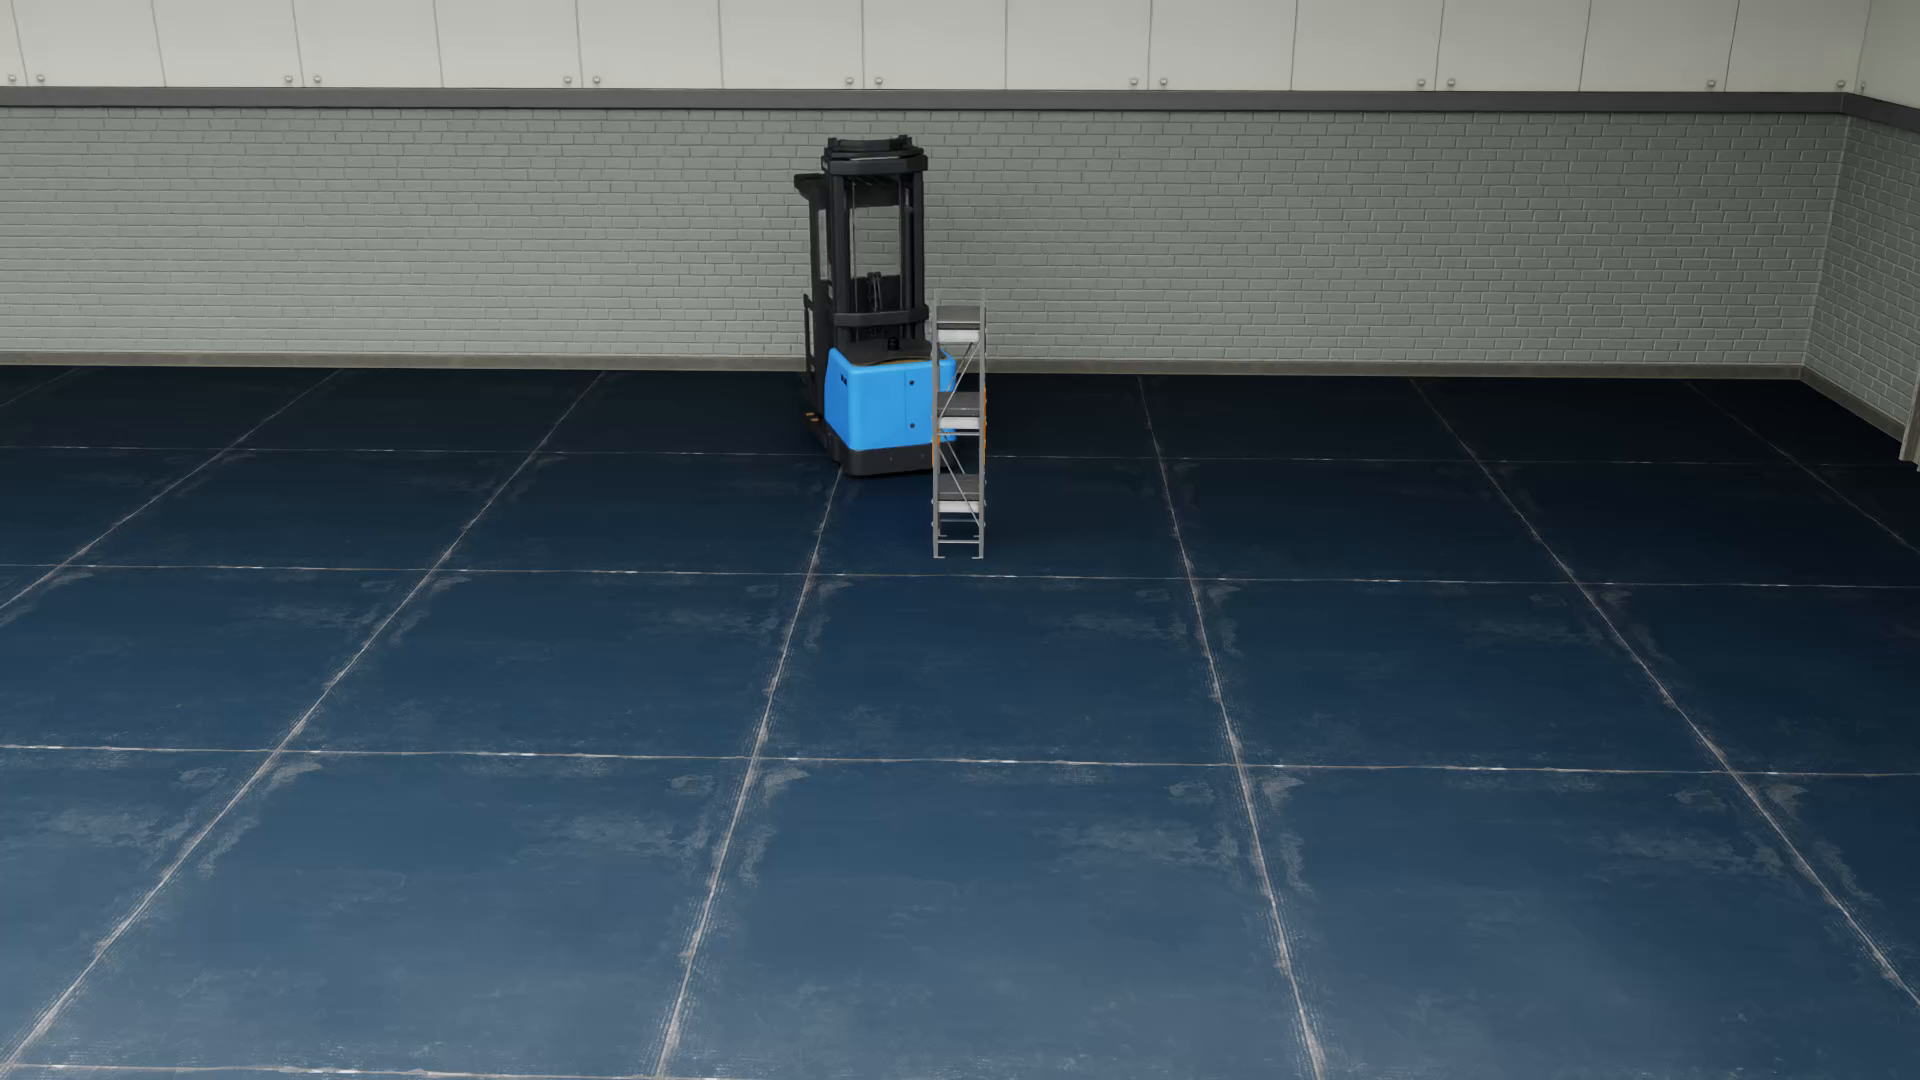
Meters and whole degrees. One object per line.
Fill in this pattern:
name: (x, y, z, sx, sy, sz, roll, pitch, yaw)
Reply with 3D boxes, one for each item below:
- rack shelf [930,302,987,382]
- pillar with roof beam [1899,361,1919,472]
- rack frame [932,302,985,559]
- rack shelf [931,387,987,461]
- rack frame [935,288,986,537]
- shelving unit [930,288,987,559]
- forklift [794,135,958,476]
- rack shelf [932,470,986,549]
rack shelf: (-0.005, -1.559, 13.040, 0.431, 0.518, 0.480, 1, 21, 2)
pillar with roof beam: (4.773, -4.945, 14.127, 9.100, 9.000, 0.400, 1, 21, 2)
rack frame: (-0.012, -0.831, 13.061, 0.400, 2.100, 0.015, 1, 21, 2)
rack shelf: (-0.005, -0.906, 13.293, 0.431, 0.518, 0.480, 1, 21, 2)
rack frame: (0.002, -1.007, 13.516, 0.400, 2.100, 0.015, 1, 21, 2)
shelving unit: (-0.005, -0.919, 13.288, 0.431, 2.100, 0.503, 1, 21, 2)
forklift: (-0.949, -2.452, 16.090, 1.130, 2.935, 3.031, -7, 22, -17)
rack shelf: (-0.005, -0.254, 13.546, 0.431, 0.518, 0.480, 1, 21, 2)
